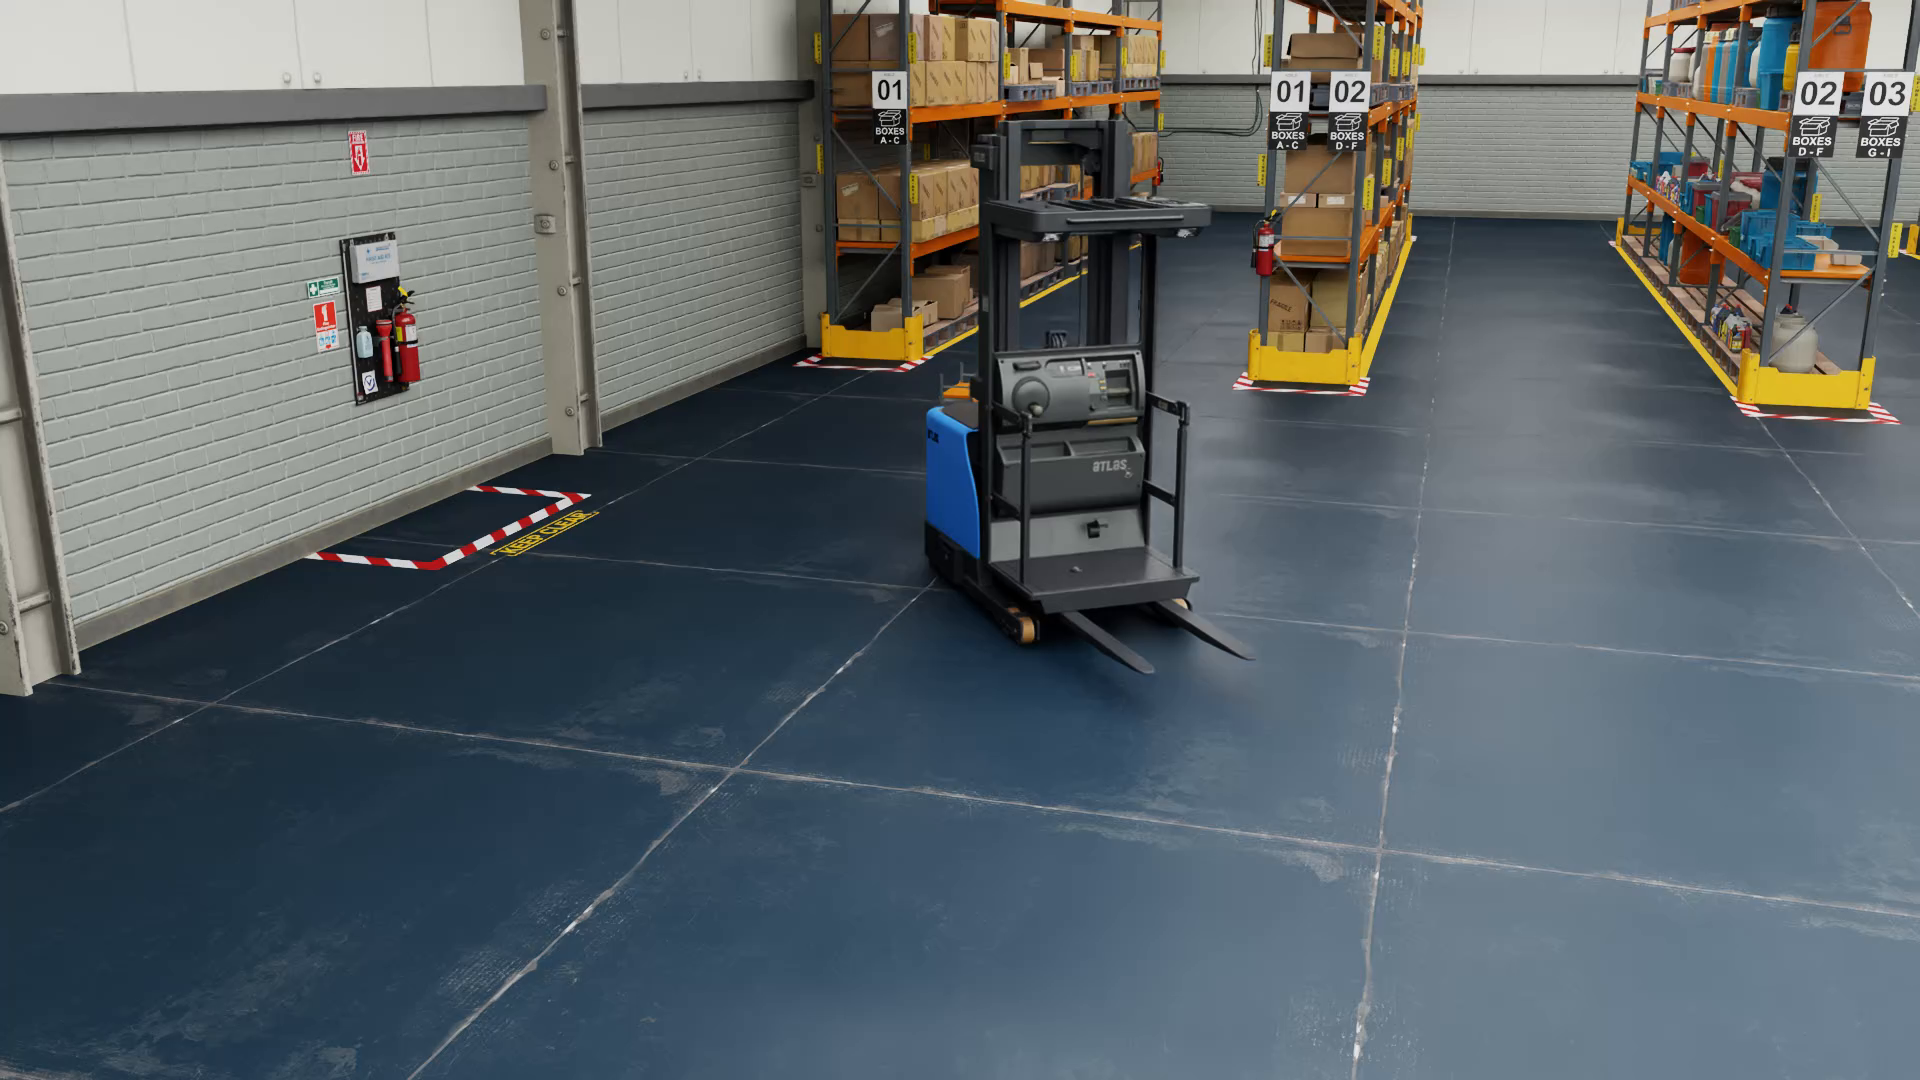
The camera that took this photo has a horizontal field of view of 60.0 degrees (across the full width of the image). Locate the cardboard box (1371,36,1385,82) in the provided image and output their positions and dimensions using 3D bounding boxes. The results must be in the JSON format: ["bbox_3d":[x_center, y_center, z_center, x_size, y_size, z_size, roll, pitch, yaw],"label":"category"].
[{"bbox_3d":[4.441,-5.351,18.491,0.500,0.500,0.500,5,16,16],"label":"cardboard box"}]

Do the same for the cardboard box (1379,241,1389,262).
[{"bbox_3d":[6.067,-4.263,24.604,0.500,0.311,0.500,5,17,17],"label":"cardboard box"}]

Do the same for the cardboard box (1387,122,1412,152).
[{"bbox_3d":[7.813,-7.217,29.760,0.500,0.500,0.500,4,16,14],"label":"cardboard box"}]

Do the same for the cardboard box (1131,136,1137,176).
[{"bbox_3d":[2.749,-7.175,31.080,0.980,0.700,0.700,4,16,14],"label":"cardboard box"}]

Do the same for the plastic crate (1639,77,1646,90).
[{"bbox_3d":[12.625,-8.279,30.264,0.497,0.269,0.590,5,16,16],"label":"plastic crate"}]

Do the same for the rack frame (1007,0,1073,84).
[{"bbox_3d":[1.230,-8.539,25.445,1.000,3.000,0.127,5,16,16],"label":"rack frame"}]

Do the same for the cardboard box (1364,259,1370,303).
[{"bbox_3d":[4.768,-3.195,20.493,0.500,0.500,0.500,5,16,16],"label":"cardboard box"}]

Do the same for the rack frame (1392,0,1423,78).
[{"bbox_3d":[8.254,-10.249,31.473,1.000,3.000,0.127,5,16,16],"label":"rack frame"}]

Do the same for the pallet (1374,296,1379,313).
[{"bbox_3d":[5.360,-3.398,23.423,1.003,0.211,1.213,5,16,16],"label":"pallet"}]

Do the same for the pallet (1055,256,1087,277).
[{"bbox_3d":[1.526,-4.512,27.351,1.003,0.211,1.213,5,16,16],"label":"pallet"}]

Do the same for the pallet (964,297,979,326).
[{"bbox_3d":[-0.064,-3.087,22.326,1.003,0.211,1.213,5,16,16],"label":"pallet"}]

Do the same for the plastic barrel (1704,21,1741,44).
[{"bbox_3d":[11.526,-7.359,25.094,0.600,0.901,0.708,5,16,16],"label":"plastic barrel"}]

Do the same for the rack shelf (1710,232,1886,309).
[{"bbox_3d":[9.023,-2.969,18.119,1.077,0.370,4.000,5,16,16],"label":"rack shelf"}]

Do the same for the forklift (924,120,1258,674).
[{"bbox_3d":[0.745,-0.926,9.724,1.130,2.935,3.031,-6,17,-19],"label":"forklift"}]

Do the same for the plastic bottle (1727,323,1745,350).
[{"bbox_3d":[8.654,-2.272,18.527,0.152,0.276,0.135,5,17,16],"label":"plastic bottle"}]

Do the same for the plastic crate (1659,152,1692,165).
[{"bbox_3d":[13.086,-6.922,30.561,0.616,0.435,0.499,5,16,16],"label":"plastic crate"}]

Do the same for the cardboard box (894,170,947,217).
[{"bbox_3d":[-0.470,-4.089,19.611,0.500,0.500,0.500,5,16,16],"label":"cardboard box"}]

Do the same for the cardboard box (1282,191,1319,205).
[{"bbox_3d":[3.706,-3.721,18.078,0.380,0.149,0.250,5,17,17],"label":"cardboard box"}]

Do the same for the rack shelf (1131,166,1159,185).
[{"bbox_3d":[2.935,-6.877,31.896,1.077,0.370,4.000,5,16,16],"label":"rack shelf"}]

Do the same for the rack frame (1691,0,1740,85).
[{"bbox_3d":[10.728,-7.771,22.737,1.000,3.000,0.127,5,16,16],"label":"rack frame"}]

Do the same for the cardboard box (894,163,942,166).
[{"bbox_3d":[-0.539,-4.533,21.179,0.500,0.500,0.500,5,17,17],"label":"cardboard box"}]

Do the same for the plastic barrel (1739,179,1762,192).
[{"bbox_3d":[10.405,-4.442,21.745,0.433,0.535,0.433,0,16,0],"label":"plastic barrel"}]

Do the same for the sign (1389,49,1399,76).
[{"bbox_3d":[5.376,-5.911,20.582,0.100,0.325,0.005,5,16,16],"label":"sign"}]

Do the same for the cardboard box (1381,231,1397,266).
[{"bbox_3d":[6.674,-4.644,26.481,0.500,0.500,0.500,4,16,15],"label":"cardboard box"}]

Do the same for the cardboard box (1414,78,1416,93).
[{"bbox_3d":[8.078,-8.317,30.434,0.500,0.250,0.500,5,16,16],"label":"cardboard box"}]

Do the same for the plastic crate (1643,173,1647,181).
[{"bbox_3d":[12.072,-6.312,28.961,0.293,0.136,0.466,5,16,16],"label":"plastic crate"}]

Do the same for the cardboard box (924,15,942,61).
[{"bbox_3d":[-0.511,-5.751,19.060,0.500,0.500,0.500,4,16,15],"label":"cardboard box"}]

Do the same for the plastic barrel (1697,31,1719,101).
[{"bbox_3d":[10.287,-6.371,22.379,0.600,0.901,0.600,0,16,0],"label":"plastic barrel"}]

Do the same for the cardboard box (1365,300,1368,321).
[{"bbox_3d":[4.770,-2.835,20.595,0.500,0.250,0.500,5,16,16],"label":"cardboard box"}]

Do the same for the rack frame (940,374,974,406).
[{"bbox_3d":[-0.022,-0.557,11.593,0.240,1.200,0.015,5,16,16],"label":"rack frame"}]

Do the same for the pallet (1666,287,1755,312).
[{"bbox_3d":[10.471,-3.344,23.232,1.003,0.211,1.213,5,16,16],"label":"pallet"}]

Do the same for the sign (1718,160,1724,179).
[{"bbox_3d":[12.392,-6.022,27.055,0.100,0.325,0.005,5,16,16],"label":"sign"}]

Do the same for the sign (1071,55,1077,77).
[{"bbox_3d":[1.749,-7.302,25.634,0.100,0.325,0.005,5,16,16],"label":"sign"}]

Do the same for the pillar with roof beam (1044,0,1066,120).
[{"bbox_3d":[5.863,-9.502,28.840,9.100,9.000,0.400,5,16,16],"label":"pillar with roof beam"}]

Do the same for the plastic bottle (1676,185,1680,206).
[{"bbox_3d":[10.500,-5.028,24.274,0.061,0.283,0.133,5,16,16],"label":"plastic bottle"}]

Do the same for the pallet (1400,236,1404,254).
[{"bbox_3d":[7.658,-5.475,30.745,1.003,0.211,1.213,5,16,16],"label":"pallet"}]

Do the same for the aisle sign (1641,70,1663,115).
[{"bbox_3d":[12.737,-8.271,30.727,0.394,0.787,0.004,5,16,16],"label":"aisle sign"}]

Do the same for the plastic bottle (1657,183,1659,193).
[{"bbox_3d":[11.271,-5.715,26.716,0.097,0.271,0.097,0,16,0],"label":"plastic bottle"}]

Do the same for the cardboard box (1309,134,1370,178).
[{"bbox_3d":[4.581,-4.647,20.155,0.700,0.500,0.500,5,16,16],"label":"cardboard box"}]

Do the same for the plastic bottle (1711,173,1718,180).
[{"bbox_3d":[11.865,-5.594,26.144,0.144,0.351,0.185,5,16,16],"label":"plastic bottle"}]

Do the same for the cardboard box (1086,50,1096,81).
[{"bbox_3d":[1.915,-8.030,28.157,0.700,0.500,0.500,4,16,15],"label":"cardboard box"}]

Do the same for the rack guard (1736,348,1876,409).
[{"bbox_3d":[8.431,-1.613,16.600,1.175,0.500,0.348,5,16,16],"label":"rack guard"}]

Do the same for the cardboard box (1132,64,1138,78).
[{"bbox_3d":[2.974,-8.613,30.525,0.500,0.250,0.500,4,16,15],"label":"cardboard box"}]

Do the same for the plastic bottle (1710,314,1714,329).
[{"bbox_3d":[9.052,-2.628,19.920,0.097,0.201,0.097,0,16,0],"label":"plastic bottle"}]

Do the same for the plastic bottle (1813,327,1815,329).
[{"bbox_3d":[9.351,-2.205,18.278,0.061,0.283,0.133,5,17,17],"label":"plastic bottle"}]

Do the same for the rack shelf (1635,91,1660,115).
[{"bbox_3d":[12.433,-7.552,28.778,1.077,0.370,4.000,5,16,16],"label":"rack shelf"}]

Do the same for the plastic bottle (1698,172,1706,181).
[{"bbox_3d":[11.779,-5.653,26.354,0.144,0.351,0.185,5,16,16],"label":"plastic bottle"}]

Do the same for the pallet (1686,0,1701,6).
[{"bbox_3d":[10.963,-7.674,23.474,1.213,0.211,1.003,5,16,16],"label":"pallet"}]

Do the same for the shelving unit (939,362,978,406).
[{"bbox_3d":[0.047,-0.621,11.818,0.258,1.200,0.503,5,16,16],"label":"shelving unit"}]

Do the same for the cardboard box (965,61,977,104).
[{"bbox_3d":[-0.091,-5.677,20.631,0.500,0.500,0.500,4,16,14],"label":"cardboard box"}]

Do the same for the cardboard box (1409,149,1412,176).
[{"bbox_3d":[8.096,-7.007,30.853,0.500,0.500,0.500,5,17,16],"label":"cardboard box"}]

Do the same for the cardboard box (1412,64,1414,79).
[{"bbox_3d":[7.634,-8.167,28.988,0.500,0.250,0.500,5,16,16],"label":"cardboard box"}]

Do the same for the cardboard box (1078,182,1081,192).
[{"bbox_3d":[1.782,-5.738,26.988,0.380,0.149,0.250,5,17,18],"label":"cardboard box"}]

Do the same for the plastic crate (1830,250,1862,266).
[{"bbox_3d":[9.017,-2.874,16.950,0.298,0.136,0.250,5,16,16],"label":"plastic crate"}]
